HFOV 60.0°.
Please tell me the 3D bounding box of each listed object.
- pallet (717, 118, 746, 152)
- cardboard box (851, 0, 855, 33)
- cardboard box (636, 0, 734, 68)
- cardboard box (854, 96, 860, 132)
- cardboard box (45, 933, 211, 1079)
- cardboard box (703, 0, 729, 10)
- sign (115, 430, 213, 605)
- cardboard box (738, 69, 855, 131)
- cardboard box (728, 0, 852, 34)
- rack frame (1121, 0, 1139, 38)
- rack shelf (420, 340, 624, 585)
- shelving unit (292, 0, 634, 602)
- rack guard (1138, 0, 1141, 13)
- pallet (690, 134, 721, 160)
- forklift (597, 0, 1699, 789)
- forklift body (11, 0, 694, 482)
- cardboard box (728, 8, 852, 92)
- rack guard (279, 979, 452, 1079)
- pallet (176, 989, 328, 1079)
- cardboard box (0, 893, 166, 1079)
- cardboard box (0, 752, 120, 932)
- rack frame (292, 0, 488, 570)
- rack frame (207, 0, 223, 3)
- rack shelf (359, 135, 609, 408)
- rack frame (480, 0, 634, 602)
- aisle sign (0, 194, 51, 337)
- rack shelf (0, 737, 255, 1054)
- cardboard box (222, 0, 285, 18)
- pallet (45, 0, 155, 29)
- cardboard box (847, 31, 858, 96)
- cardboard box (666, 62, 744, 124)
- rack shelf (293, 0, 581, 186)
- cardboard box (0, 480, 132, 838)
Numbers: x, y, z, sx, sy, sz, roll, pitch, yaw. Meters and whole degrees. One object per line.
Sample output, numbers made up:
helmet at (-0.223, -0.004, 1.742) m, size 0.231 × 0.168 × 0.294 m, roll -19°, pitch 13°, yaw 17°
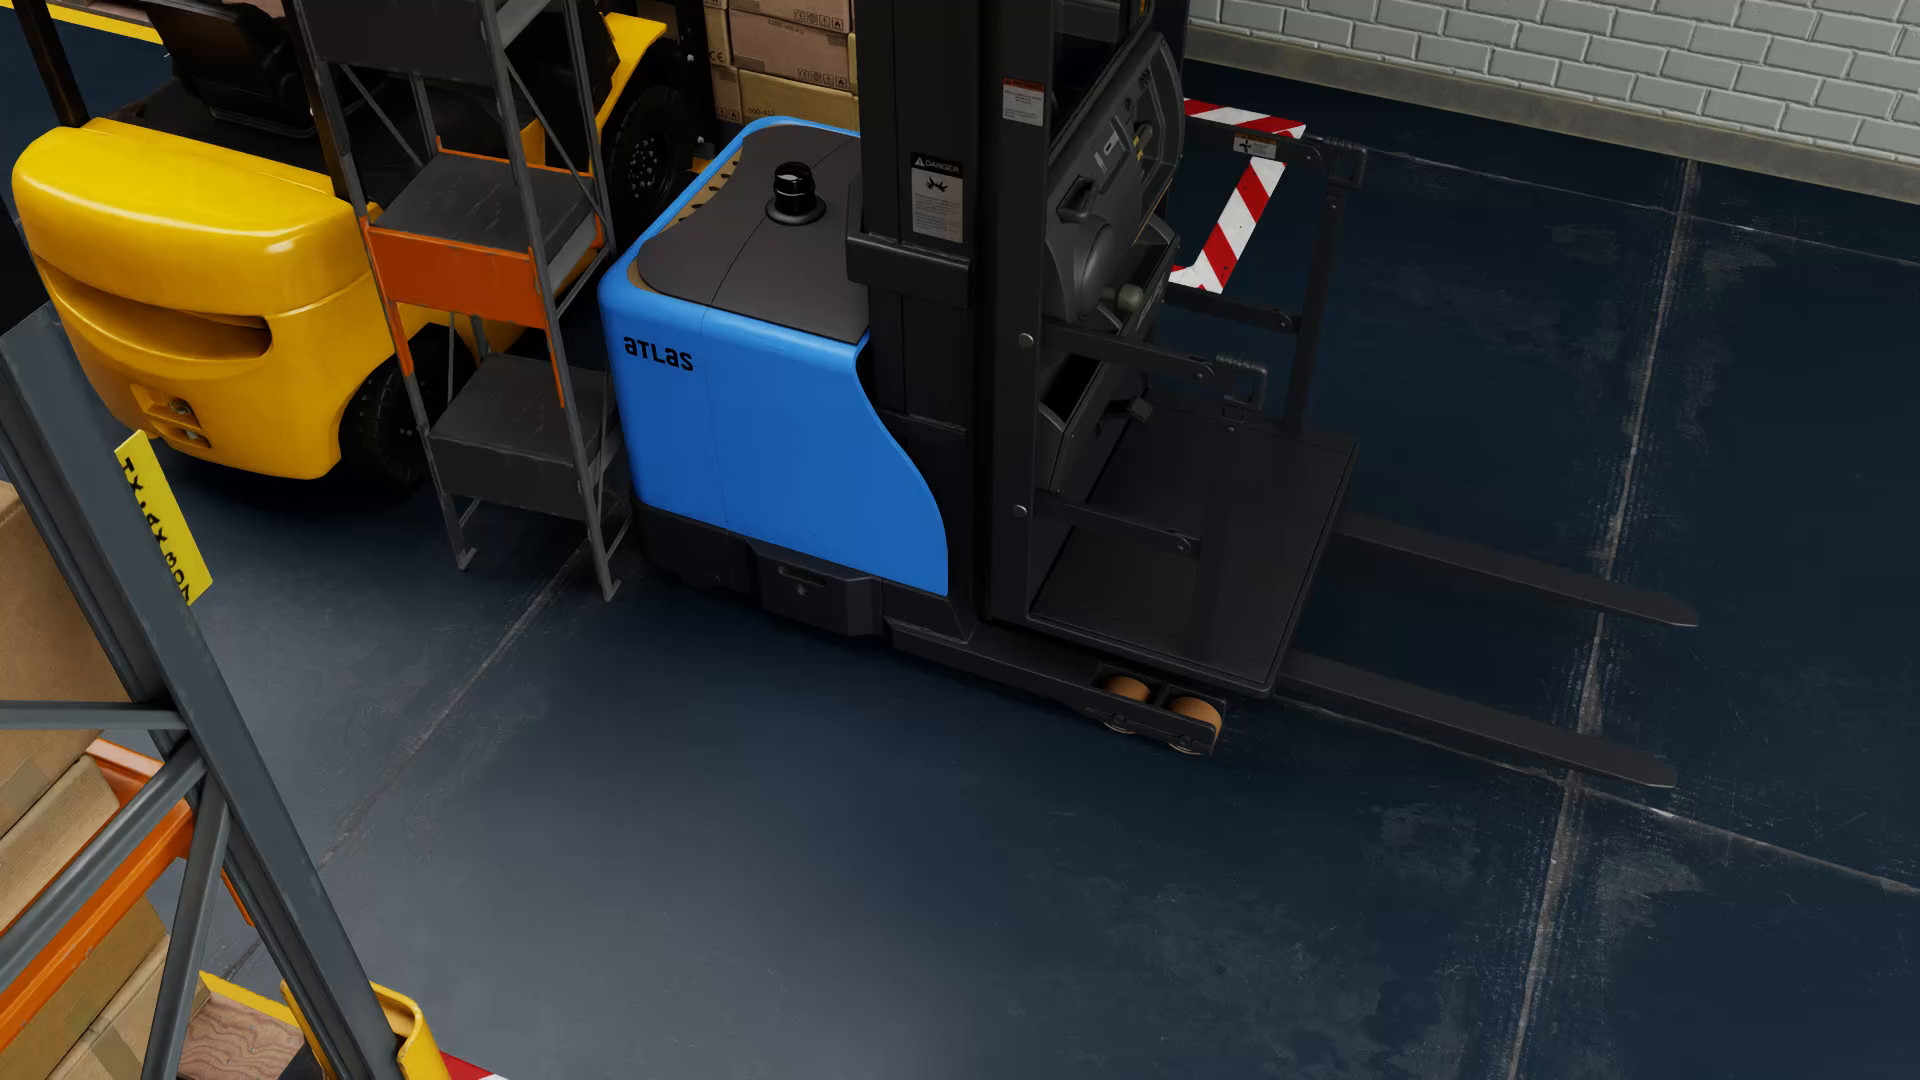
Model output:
pallet at (-0.245, -1.780, 6.889) m, size 1.213 × 0.211 × 1.003 m, roll 16°, pitch 47°, yaw 16°
cardboard box at (-0.068, -2.038, 6.115) m, size 0.500 × 0.250 × 0.500 m, roll 18°, pitch 48°, yaw 17°
cardboard box at (-1.036, -2.138, 6.569) m, size 0.500 × 0.250 × 0.500 m, roll 15°, pitch 47°, yaw 15°
cardboard box at (-0.078, -1.684, 6.467) m, size 0.500 × 0.250 × 0.500 m, roll 17°, pitch 47°, yaw 16°
cardboard box at (-2.068, 1.071, 3.699) m, size 0.500 × 0.250 × 0.500 m, roll 16°, pitch 47°, yaw 16°
cardboard box at (-1.011, -2.304, 6.382) m, size 0.500 × 0.250 × 0.500 m, roll 17°, pitch 47°, yaw 16°
sign at (-1.222, -0.016, 2.525) m, size 0.005 × 0.325 × 0.100 m, roll 16°, pitch 47°, yaw 16°
cardboard box at (-0.533, -1.825, 6.609) m, size 0.500 × 0.250 × 0.500 m, roll 16°, pitch 47°, yaw 16°
cardboard box at (-0.541, -2.173, 6.250) m, size 0.500 × 0.250 × 0.500 m, roll 17°, pitch 47°, yaw 17°
rack frame at (0.477, -2.588, 5.724) m, size 0.127 × 3.000 × 1.000 m, roll 16°, pitch 47°, yaw 16°
rack shelf at (-1.252, -0.233, 5.004) m, size 0.480 × 0.518 × 0.431 m, roll 12°, pitch 46°, yaw 11°
shelving unit at (-1.246, -0.737, 4.499) m, size 0.503 × 2.100 × 0.431 m, roll 12°, pitch 46°, yaw 11°
rack guard at (0.499, -1.695, 6.599) m, size 0.348 × 0.500 × 1.175 m, roll 16°, pitch 47°, yaw 16°
pallet at (-1.367, -2.112, 7.223) m, size 1.213 × 0.211 × 1.003 m, roll 16°, pitch 47°, yaw 16°
forklift at (0.576, -0.869, 4.046) m, size 3.031 × 2.935 × 1.130 m, roll 16°, pitch 47°, yaw 16°
forklift body at (-1.975, -1.614, 5.348) m, size 1.214 × 2.155 × 2.313 m, roll 16°, pitch 47°, yaw 16°
cardboard box at (-0.551, -2.011, 6.442) m, size 0.500 × 0.250 × 0.500 m, roll 16°, pitch 47°, yaw 15°
rack guard at (-1.500, 1.510, 3.378) m, size 0.348 × 0.500 × 1.175 m, roll 16°, pitch 47°, yaw 16°
pallet at (-2.237, 1.369, 3.725) m, size 1.213 × 0.211 × 1.003 m, roll 16°, pitch 47°, yaw 16°
cardboard box at (-2.091, 0.799, 3.440) m, size 0.500 × 0.500 × 0.500 m, roll 15°, pitch 47°, yaw 15°
cardboard box at (-1.664, 0.506, 2.793) m, size 0.250 × 0.149 × 0.380 m, roll 17°, pitch 47°, yaw 16°
rack frame at (-1.481, -0.785, 4.544) m, size 0.015 × 2.100 × 0.400 m, roll 12°, pitch 46°, yaw 11°
rack frame at (-3.214, -3.674, 6.816) m, size 0.127 × 3.000 × 1.000 m, roll 16°, pitch 47°, yaw 16°
rack shelf at (-1.246, -0.728, 4.509) m, size 0.480 × 0.518 × 0.431 m, roll 12°, pitch 46°, yaw 11°
rack frame at (-1.011, -0.689, 4.454) m, size 0.015 × 2.100 × 0.400 m, roll 12°, pitch 46°, yaw 11°
aisle sign at (-1.254, -0.462, 1.745) m, size 0.004 × 0.787 × 0.394 m, roll 16°, pitch 47°, yaw 16°
rack shelf at (-3.276, 0.356, 3.275) m, size 4.000 × 0.370 × 1.077 m, roll 16°, pitch 47°, yaw 16°
cardboard box at (-2.895, -2.501, 7.289) m, size 0.500 × 0.250 × 0.500 m, roll 17°, pitch 47°, yaw 16°
pallet at (-3.909, -2.860, 7.975) m, size 1.213 × 0.211 × 1.003 m, roll 16°, pitch 47°, yaw 16°
cardboard box at (-0.092, -1.868, 6.298) m, size 0.500 × 0.250 × 0.500 m, roll 16°, pitch 47°, yaw 15°
cardboard box at (-0.992, -1.967, 6.752) m, size 0.500 × 0.250 × 0.500 m, roll 17°, pitch 47°, yaw 16°
rack shelf at (-1.240, -1.223, 4.014) m, size 0.480 × 0.518 × 0.431 m, roll 12°, pitch 46°, yaw 11°
cardboard box at (-1.761, 0.194, 2.646) m, size 0.500 × 0.500 × 0.500 m, roll 16°, pitch 47°, yaw 15°
